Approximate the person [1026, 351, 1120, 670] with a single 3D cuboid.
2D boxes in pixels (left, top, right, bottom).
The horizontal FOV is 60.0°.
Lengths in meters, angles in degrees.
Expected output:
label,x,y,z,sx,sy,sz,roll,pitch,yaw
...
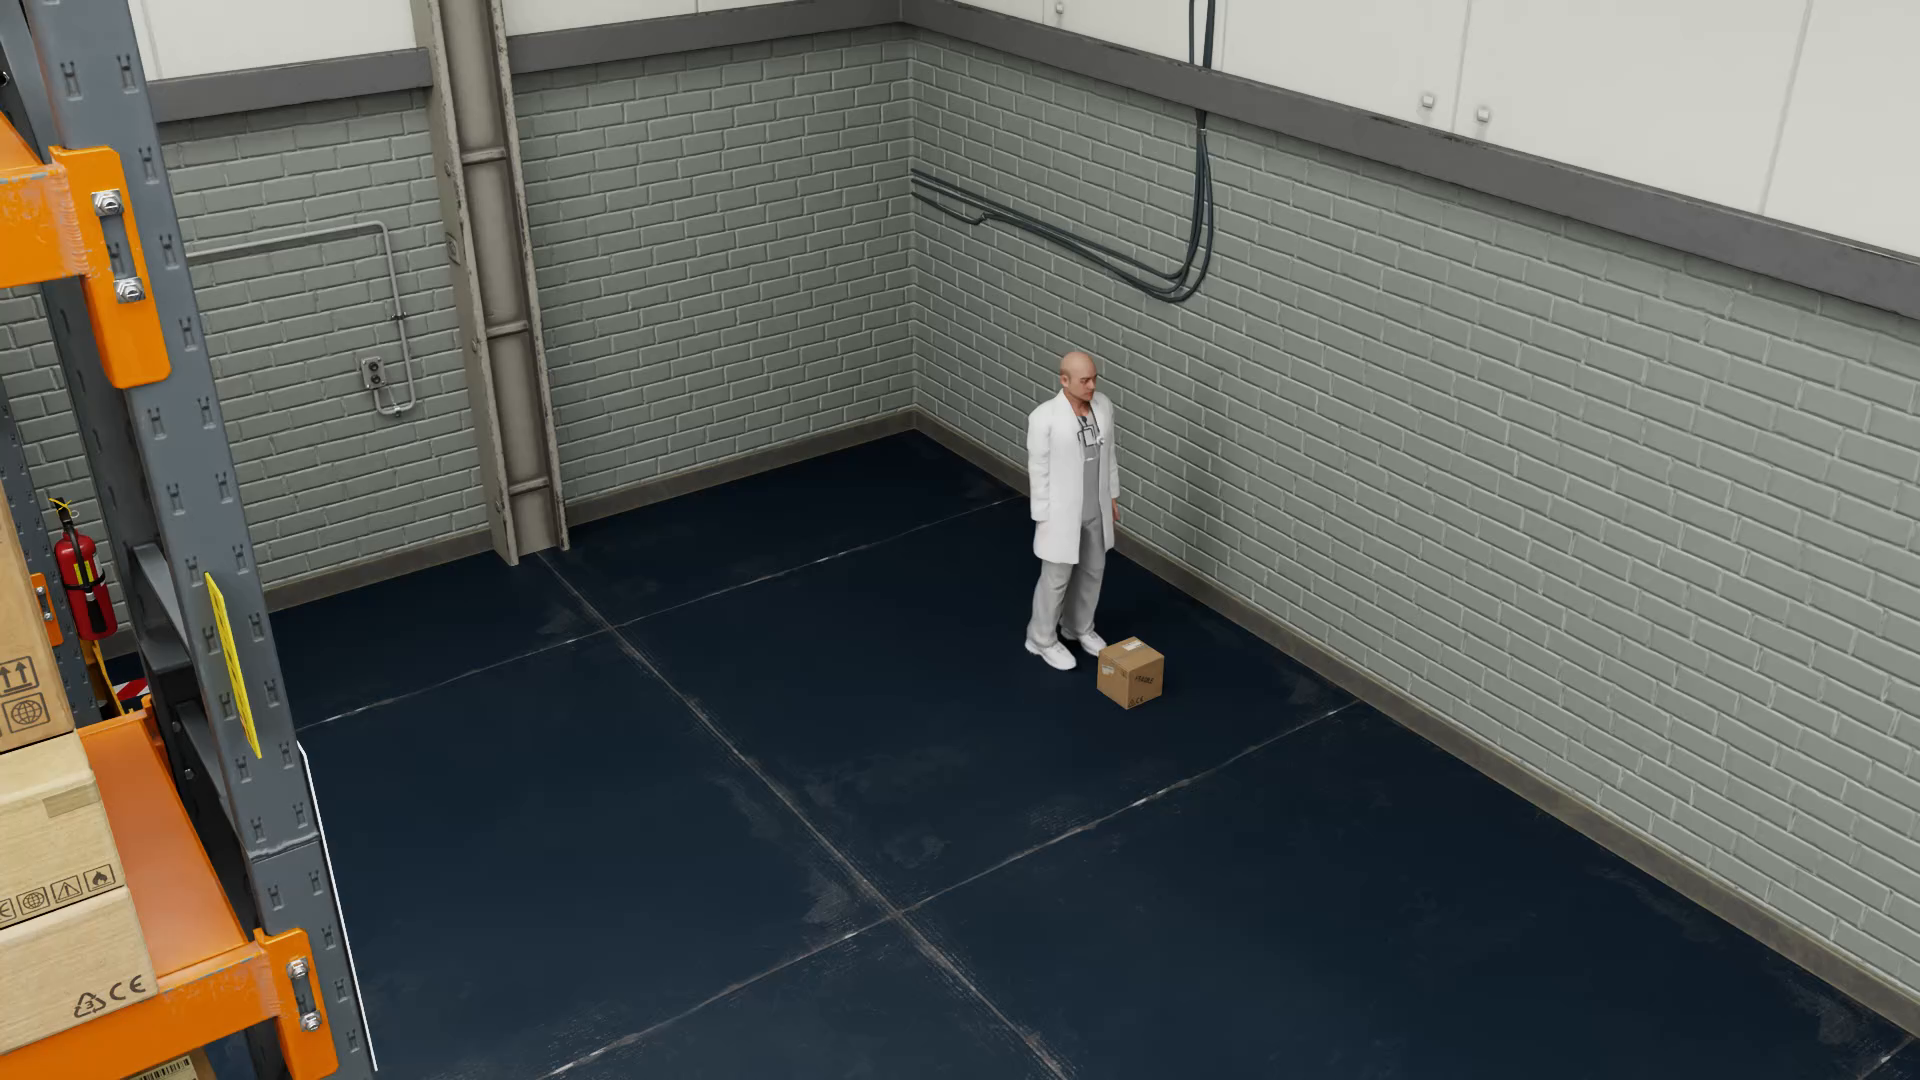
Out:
label,x,y,z,sx,sy,sz,roll,pitch,yaw
person,0.633,-0.164,8.948,0.564,1.778,0.380,-18,33,-29
